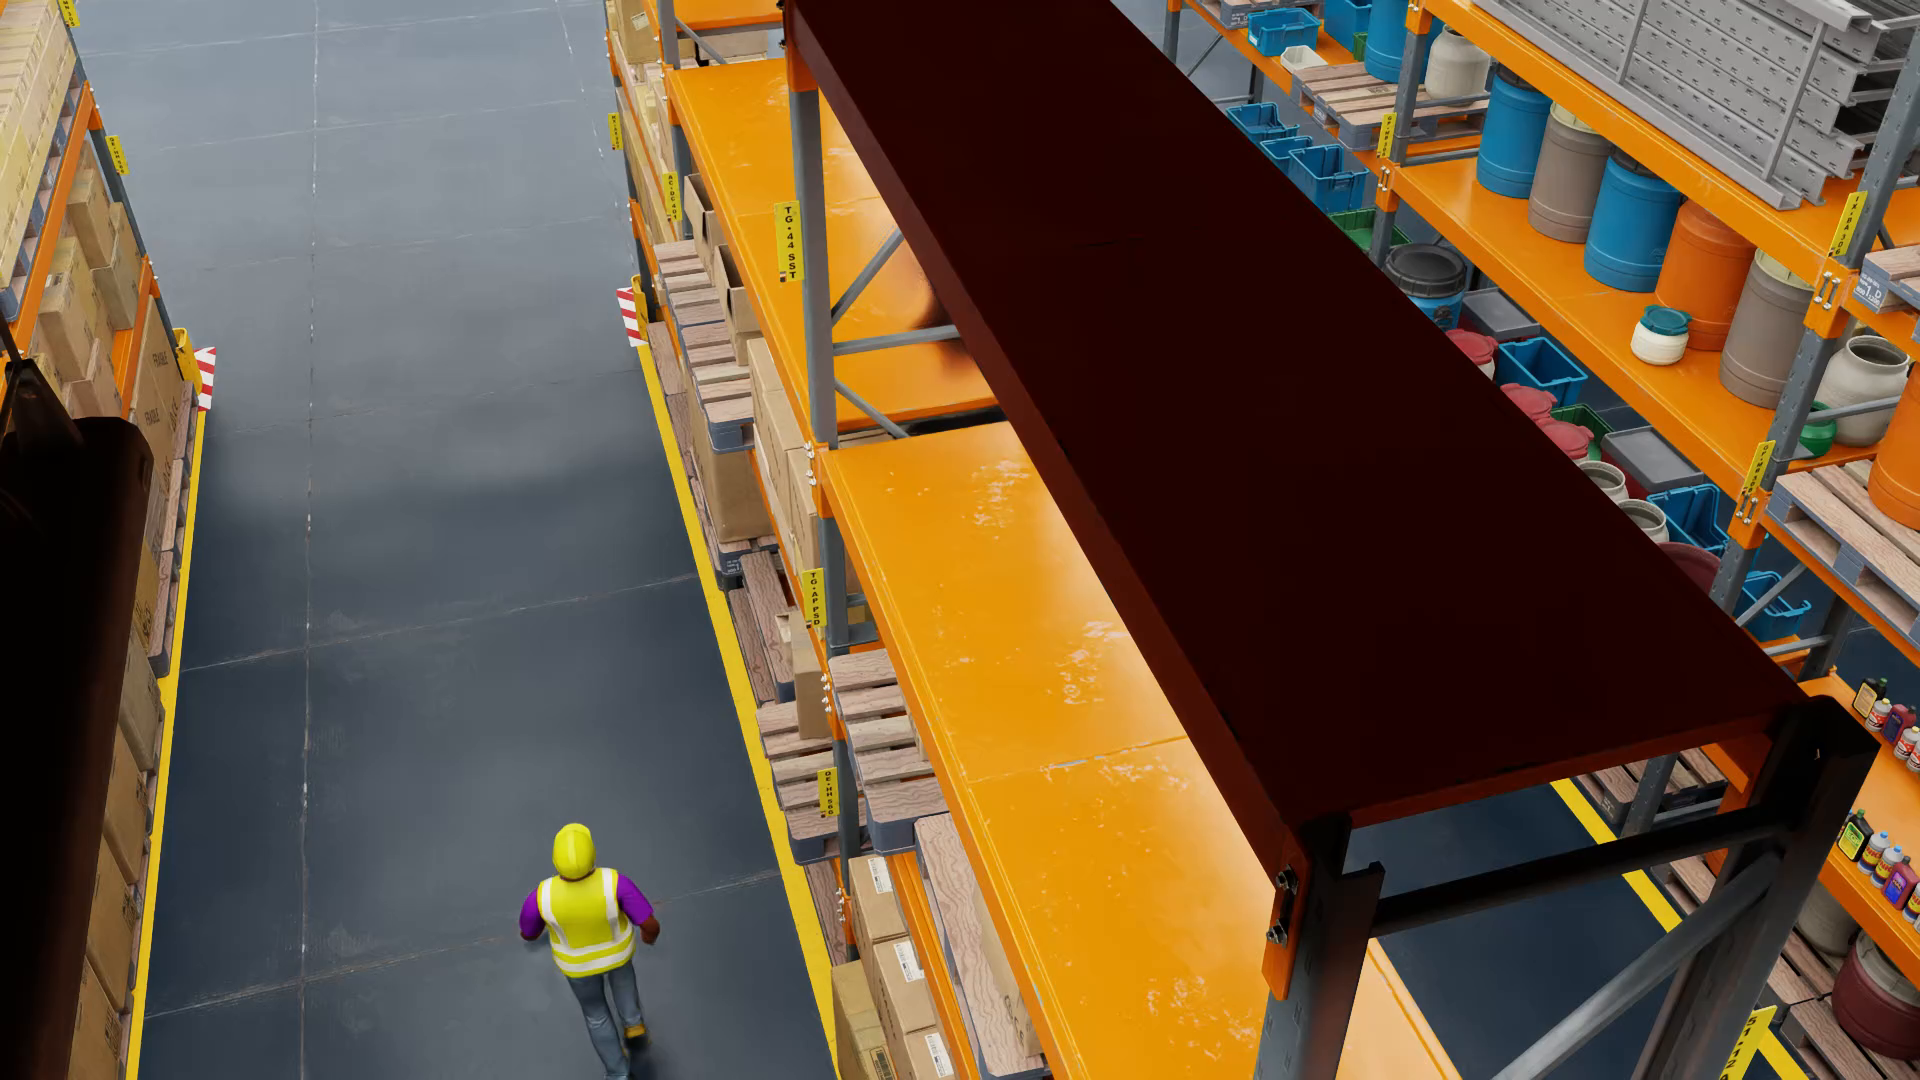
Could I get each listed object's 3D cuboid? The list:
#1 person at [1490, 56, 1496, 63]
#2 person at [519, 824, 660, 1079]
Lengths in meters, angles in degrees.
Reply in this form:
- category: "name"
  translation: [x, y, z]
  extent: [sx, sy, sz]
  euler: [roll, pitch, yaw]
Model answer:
- category: "person"
  translation: [6.027, -6.351, 19.607]
  extent: [0.918, 1.658, 0.641]
  euler: [7, 39, 9]
- category: "person"
  translation: [-1.923, 2.134, 8.715]
  extent: [0.670, 1.753, 0.690]
  euler: [-14, 40, -17]
